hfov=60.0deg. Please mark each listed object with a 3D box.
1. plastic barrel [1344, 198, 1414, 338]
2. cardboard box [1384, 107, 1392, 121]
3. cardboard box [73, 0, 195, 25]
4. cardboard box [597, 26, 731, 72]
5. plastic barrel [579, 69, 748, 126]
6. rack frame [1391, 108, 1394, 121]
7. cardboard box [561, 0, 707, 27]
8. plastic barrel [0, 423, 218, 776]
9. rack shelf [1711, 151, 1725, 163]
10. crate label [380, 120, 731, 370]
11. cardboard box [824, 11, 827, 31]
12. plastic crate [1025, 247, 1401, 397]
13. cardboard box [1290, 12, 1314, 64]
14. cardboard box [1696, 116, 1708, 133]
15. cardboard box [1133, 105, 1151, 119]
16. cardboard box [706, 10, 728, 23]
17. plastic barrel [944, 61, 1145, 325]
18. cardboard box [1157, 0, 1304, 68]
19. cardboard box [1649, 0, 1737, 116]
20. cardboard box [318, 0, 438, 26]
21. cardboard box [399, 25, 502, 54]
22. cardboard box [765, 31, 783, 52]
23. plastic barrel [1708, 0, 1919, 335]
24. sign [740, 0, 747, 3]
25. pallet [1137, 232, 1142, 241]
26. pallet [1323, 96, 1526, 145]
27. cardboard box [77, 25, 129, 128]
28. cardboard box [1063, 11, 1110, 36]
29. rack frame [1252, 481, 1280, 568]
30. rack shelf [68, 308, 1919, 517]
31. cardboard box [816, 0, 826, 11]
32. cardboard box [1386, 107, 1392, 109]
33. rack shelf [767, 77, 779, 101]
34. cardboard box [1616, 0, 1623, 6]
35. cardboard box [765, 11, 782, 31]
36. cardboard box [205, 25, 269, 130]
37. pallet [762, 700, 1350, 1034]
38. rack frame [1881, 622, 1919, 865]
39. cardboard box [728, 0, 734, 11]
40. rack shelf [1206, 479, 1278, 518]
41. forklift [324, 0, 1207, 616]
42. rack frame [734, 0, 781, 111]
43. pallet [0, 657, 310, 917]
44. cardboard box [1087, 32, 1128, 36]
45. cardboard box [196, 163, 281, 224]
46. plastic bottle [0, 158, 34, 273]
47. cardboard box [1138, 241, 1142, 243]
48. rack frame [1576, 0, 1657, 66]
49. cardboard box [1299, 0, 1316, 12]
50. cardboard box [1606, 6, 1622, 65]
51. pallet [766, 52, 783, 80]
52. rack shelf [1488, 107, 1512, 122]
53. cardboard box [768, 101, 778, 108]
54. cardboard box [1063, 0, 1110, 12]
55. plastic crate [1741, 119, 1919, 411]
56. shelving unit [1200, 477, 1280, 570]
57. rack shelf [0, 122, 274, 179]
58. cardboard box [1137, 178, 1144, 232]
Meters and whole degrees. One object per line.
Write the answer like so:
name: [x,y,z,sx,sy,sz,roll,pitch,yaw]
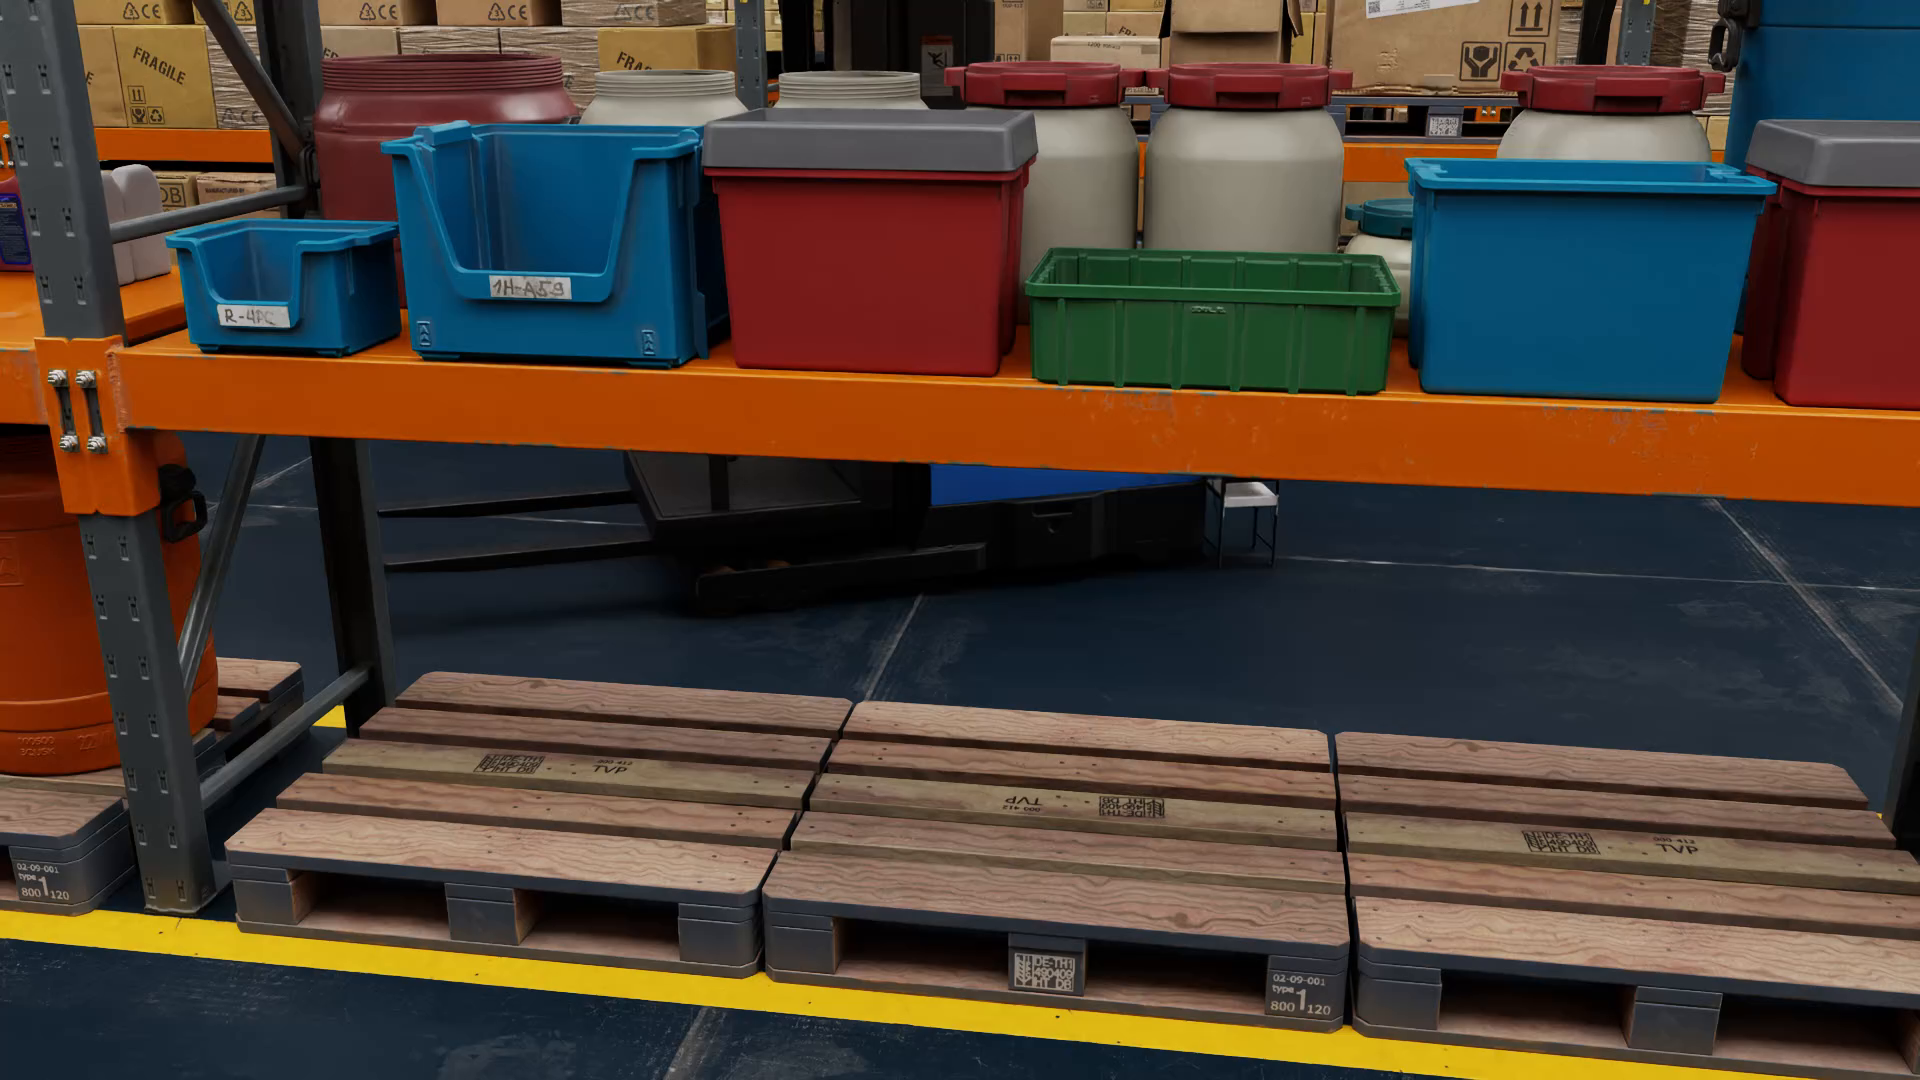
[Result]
plastic barrel: [0.960,-0.577,3.517,0.301,0.262,0.301,0,18,0]
cardboard box: [5.809,-5.506,21.704,0.500,0.250,0.500,3,19,9]
cardboard box: [-4.239,-2.975,8.730,0.637,0.503,0.797,2,19,7]
cardboard box: [-1.448,-2.275,8.218,0.500,0.500,0.500,4,19,10]
plastic barrel: [-0.657,-0.797,3.781,0.421,0.512,0.421,0,18,0]
rack frame: [4.600,-5.184,17.069,0.127,3.000,1.000,3,19,9]
cardboard box: [-1.641,-2.845,8.342,0.637,0.503,0.797,4,19,11]
plastic barrel: [-2.193,0.082,4.089,0.708,0.830,0.600,3,19,9]
rack shelf: [5.003,-1.637,7.603,4.000,0.370,1.077,3,19,9]
crate label: [-0.769,-0.611,3.346,0.616,0.435,0.502,3,19,9]
cardboard box: [-0.859,-3.945,12.633,0.250,0.149,0.380,4,19,11]
plastic crate: [0.478,-0.426,3.183,0.662,0.188,0.450,3,19,9]
cardboard box: [2.359,-3.669,12.383,0.500,0.500,0.500,3,19,9]
cardboard box: [3.193,-1.855,7.516,0.250,0.149,0.380,3,19,9]
cardboard box: [2.694,-5.947,22.431,0.625,0.625,0.875,4,19,10]
cardboard box: [-1.869,-3.997,12.786,0.250,0.149,0.380,3,19,10]
plastic barrel: [0.181,-0.767,3.655,0.433,0.535,0.433,0,18,0]
cardboard box: [1.302,-2.386,7.881,0.637,0.503,0.797,5,19,14]
cardboard box: [3.463,-2.226,7.601,0.500,0.500,0.875,3,19,9]
cardboard box: [-2.947,-2.911,8.537,0.637,0.503,0.797,4,19,10]
cardboard box: [-2.452,-2.327,8.373,0.500,0.500,0.500,2,19,7]
cardboard box: [-1.339,-3.830,12.756,0.250,0.149,0.380,3,19,8]
plastic barrel: [1.909,-0.880,3.414,0.708,0.901,0.600,3,19,9]
sign: [-1.006,-2.656,7.688,0.005,0.325,0.100,3,19,9]
pallet: [1.933,-2.381,13.088,1.213,0.211,1.003,3,19,9]
pallet: [2.297,-2.072,8.071,1.213,0.211,1.003,3,19,9]
cardboard box: [-4.456,-2.428,8.674,0.500,0.500,0.500,3,19,9]
cardboard box: [0.868,-3.745,12.610,0.500,0.500,0.500,3,19,8]
rack frame: [1.117,-0.364,5.973,0.006,0.900,0.240,-3,19,-8]
rack shelf: [0.268,-0.287,3.567,4.000,0.370,1.077,3,19,9]
cardboard box: [-1.098,-4.099,12.623,0.250,0.149,0.380,4,19,10]
cardboard box: [5.812,-5.750,21.645,0.500,0.250,0.500,3,19,8]
rack shelf: [-2.009,-3.589,13.435,4.000,0.370,1.077,3,19,9]
cardboard box: [4.835,-4.191,12.162,0.550,0.550,0.875,3,19,9]
cardboard box: [-1.366,-3.971,12.708,0.250,0.149,0.380,3,19,9]
cardboard box: [-3.466,-2.377,8.523,0.500,0.500,0.500,2,19,7]
pallet: [0.253,0.707,3.858,1.213,0.211,1.003,3,19,9]
rack frame: [2.243,-0.527,3.152,0.127,3.000,1.000,3,19,9]
cardboard box: [-1.599,-4.125,12.701,0.250,0.149,0.380,3,19,9]
rack shelf: [1.016,-0.157,6.027,0.200,0.077,0.258,-3,19,-8]
forklift: [-0.682,-1.323,5.638,3.031,2.935,1.130,-6,19,-16]
rack frame: [-0.921,-2.280,8.391,0.127,3.000,1.000,3,19,9]
pallet: [-2.492,0.567,4.276,1.213,0.211,1.003,3,19,9]
cardboard box: [0.768,-2.417,8.348,0.258,0.266,0.396,2,19,7]
cardboard box: [-3.353,-1.603,9.052,0.875,0.875,1.225,2,19,7]
plastic bottle: [-2.400,-0.827,4.232,0.133,0.283,0.061,3,19,9]
cardboard box: [0.854,-1.226,8.486,0.500,0.500,0.700,5,19,13]
rack frame: [3.028,-2.079,7.790,0.127,3.000,1.000,3,19,9]
cardboard box: [2.416,-4.224,12.465,0.500,0.500,0.700,3,19,9]
cardboard box: [4.827,-3.664,12.289,0.550,0.550,0.875,3,19,9]
pallet: [-1.996,-3.825,13.310,1.213,0.211,1.003,3,19,9]
rack shelf: [5.889,-3.186,12.232,4.000,0.370,1.077,3,19,9]
cardboard box: [-1.781,-4.729,18.396,0.875,0.875,0.875,3,19,10]
cardboard box: [0.907,-4.300,12.694,0.500,0.500,0.700,3,19,8]
plastic crate: [1.716,-0.486,2.928,0.583,0.464,0.402,3,19,9]
shelving unit: [1.016,-0.360,5.959,0.210,0.900,0.258,-3,19,-8]
rack shelf: [-2.896,-2.040,8.806,4.000,0.370,1.077,3,19,9]
cardboard box: [1.416,-2.860,13.006,0.750,0.750,1.050,3,19,9]
